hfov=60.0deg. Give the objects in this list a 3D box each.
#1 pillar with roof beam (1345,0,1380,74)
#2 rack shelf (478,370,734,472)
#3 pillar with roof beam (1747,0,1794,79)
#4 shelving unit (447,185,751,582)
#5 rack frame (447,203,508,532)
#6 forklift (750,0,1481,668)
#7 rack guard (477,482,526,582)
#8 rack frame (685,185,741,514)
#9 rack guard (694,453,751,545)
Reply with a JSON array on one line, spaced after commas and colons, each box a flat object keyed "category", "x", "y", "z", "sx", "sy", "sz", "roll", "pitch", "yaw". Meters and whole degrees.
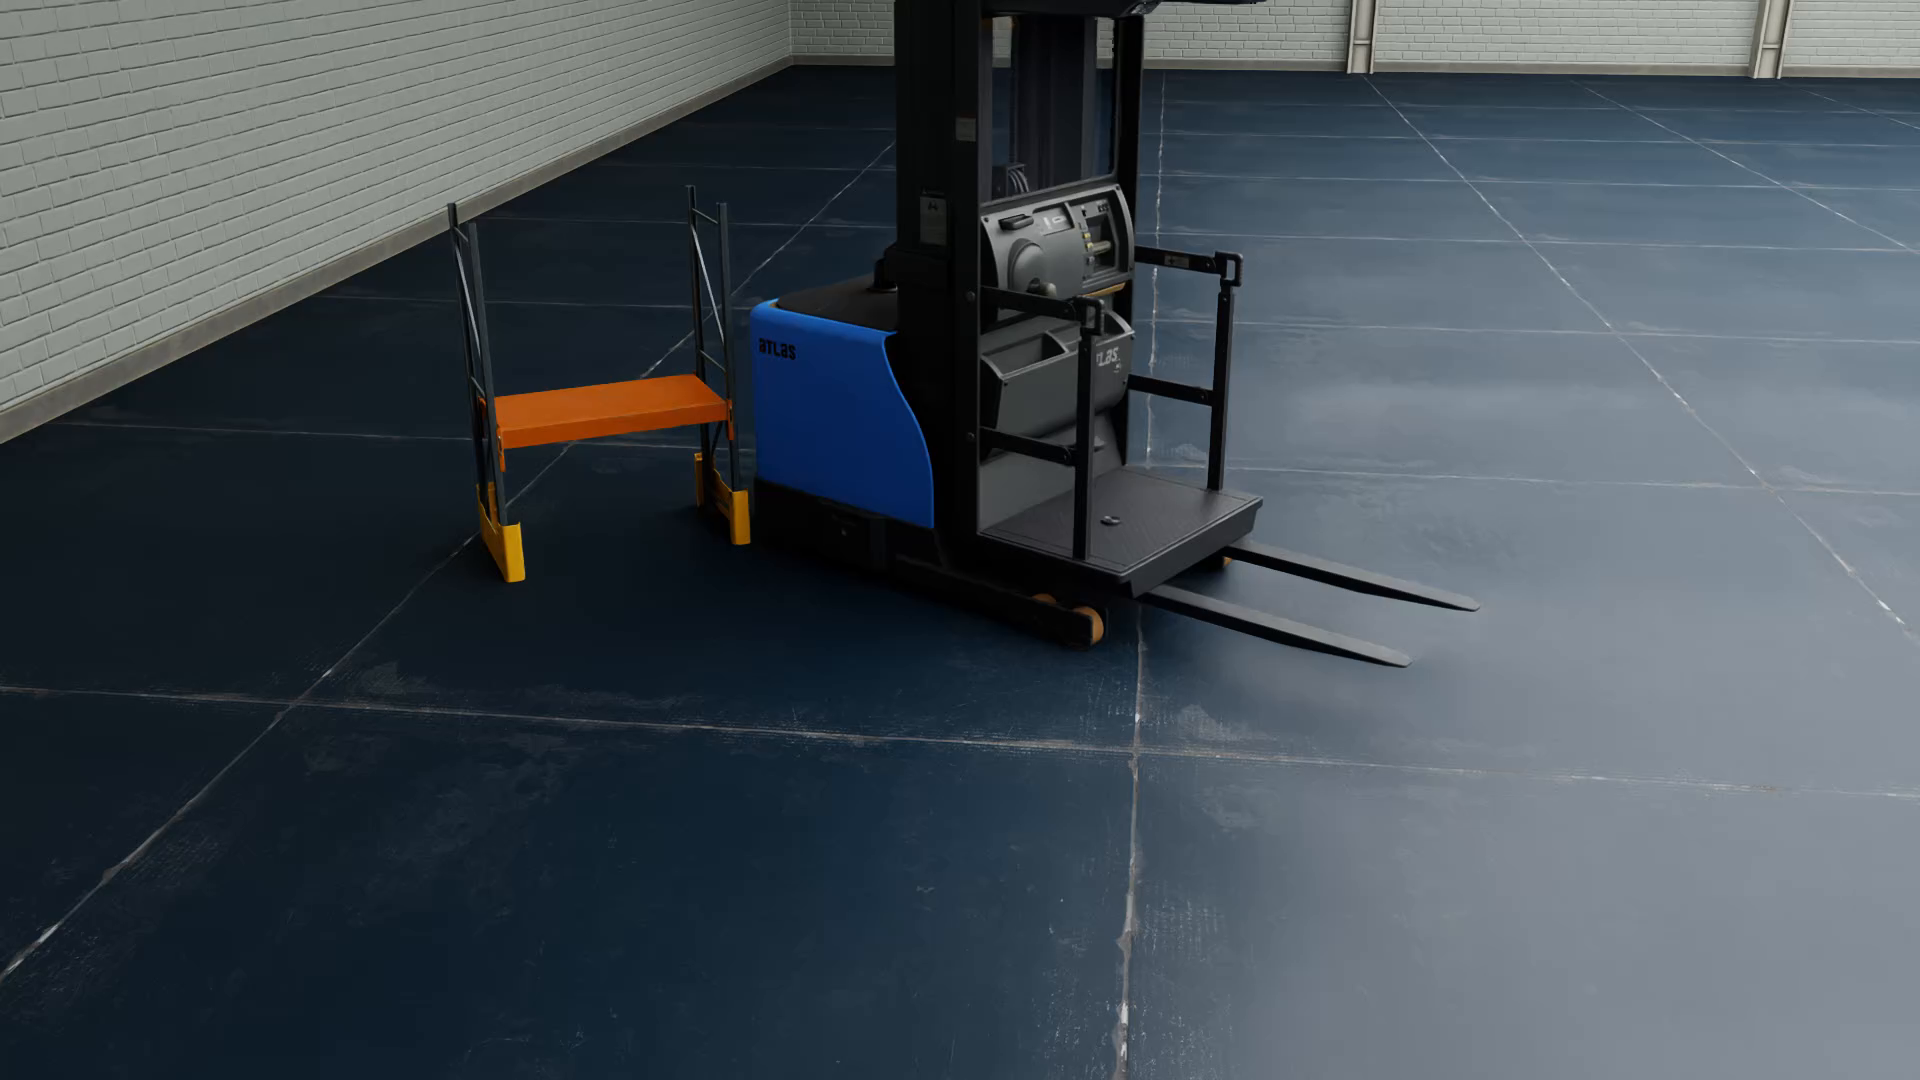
[{"category": "pillar with roof beam", "x": 5.680, "y": -9.866, "z": 20.156, "sx": 0.400, "sy": 9.000, "sz": 9.100, "roll": 2, "pitch": 22, "yaw": 6}, {"category": "rack shelf", "x": -1.546, "y": -0.529, "z": 7.228, "sx": 1.000, "sy": 0.185, "sz": 0.538, "roll": -10, "pitch": 24, "yaw": -23}, {"category": "pillar with roof beam", "x": 11.638, "y": -9.607, "z": 19.499, "sx": 0.400, "sy": 9.000, "sz": 9.100, "roll": 2, "pitch": 22, "yaw": 6}, {"category": "shelving unit", "x": -1.538, "y": -0.698, "z": 7.166, "sx": 1.083, "sy": 1.500, "sz": 0.587, "roll": -10, "pitch": 24, "yaw": -23}, {"category": "rack frame", "x": -2.007, "y": -0.618, "z": 6.962, "sx": 0.032, "sy": 1.500, "sz": 0.500, "roll": -10, "pitch": 24, "yaw": -23}, {"category": "forklift", "x": 0.559, "y": -1.162, "z": 6.392, "sx": 3.031, "sy": 2.935, "sz": 1.130, "roll": 16, "pitch": 27, "yaw": 35}, {"category": "rack guard", "x": -1.990, "y": -0.040, "z": 7.200, "sx": 0.087, "sy": 0.250, "sz": 0.587, "roll": -10, "pitch": 24, "yaw": -23}, {"category": "rack frame", "x": -1.086, "y": -0.776, "z": 7.362, "sx": 0.032, "sy": 1.500, "sz": 0.500, "roll": -10, "pitch": 24, "yaw": -23}, {"category": "rack guard", "x": -1.087, "y": -0.194, "z": 7.591, "sx": 0.087, "sy": 0.250, "sz": 0.587, "roll": -10, "pitch": 24, "yaw": -23}]
